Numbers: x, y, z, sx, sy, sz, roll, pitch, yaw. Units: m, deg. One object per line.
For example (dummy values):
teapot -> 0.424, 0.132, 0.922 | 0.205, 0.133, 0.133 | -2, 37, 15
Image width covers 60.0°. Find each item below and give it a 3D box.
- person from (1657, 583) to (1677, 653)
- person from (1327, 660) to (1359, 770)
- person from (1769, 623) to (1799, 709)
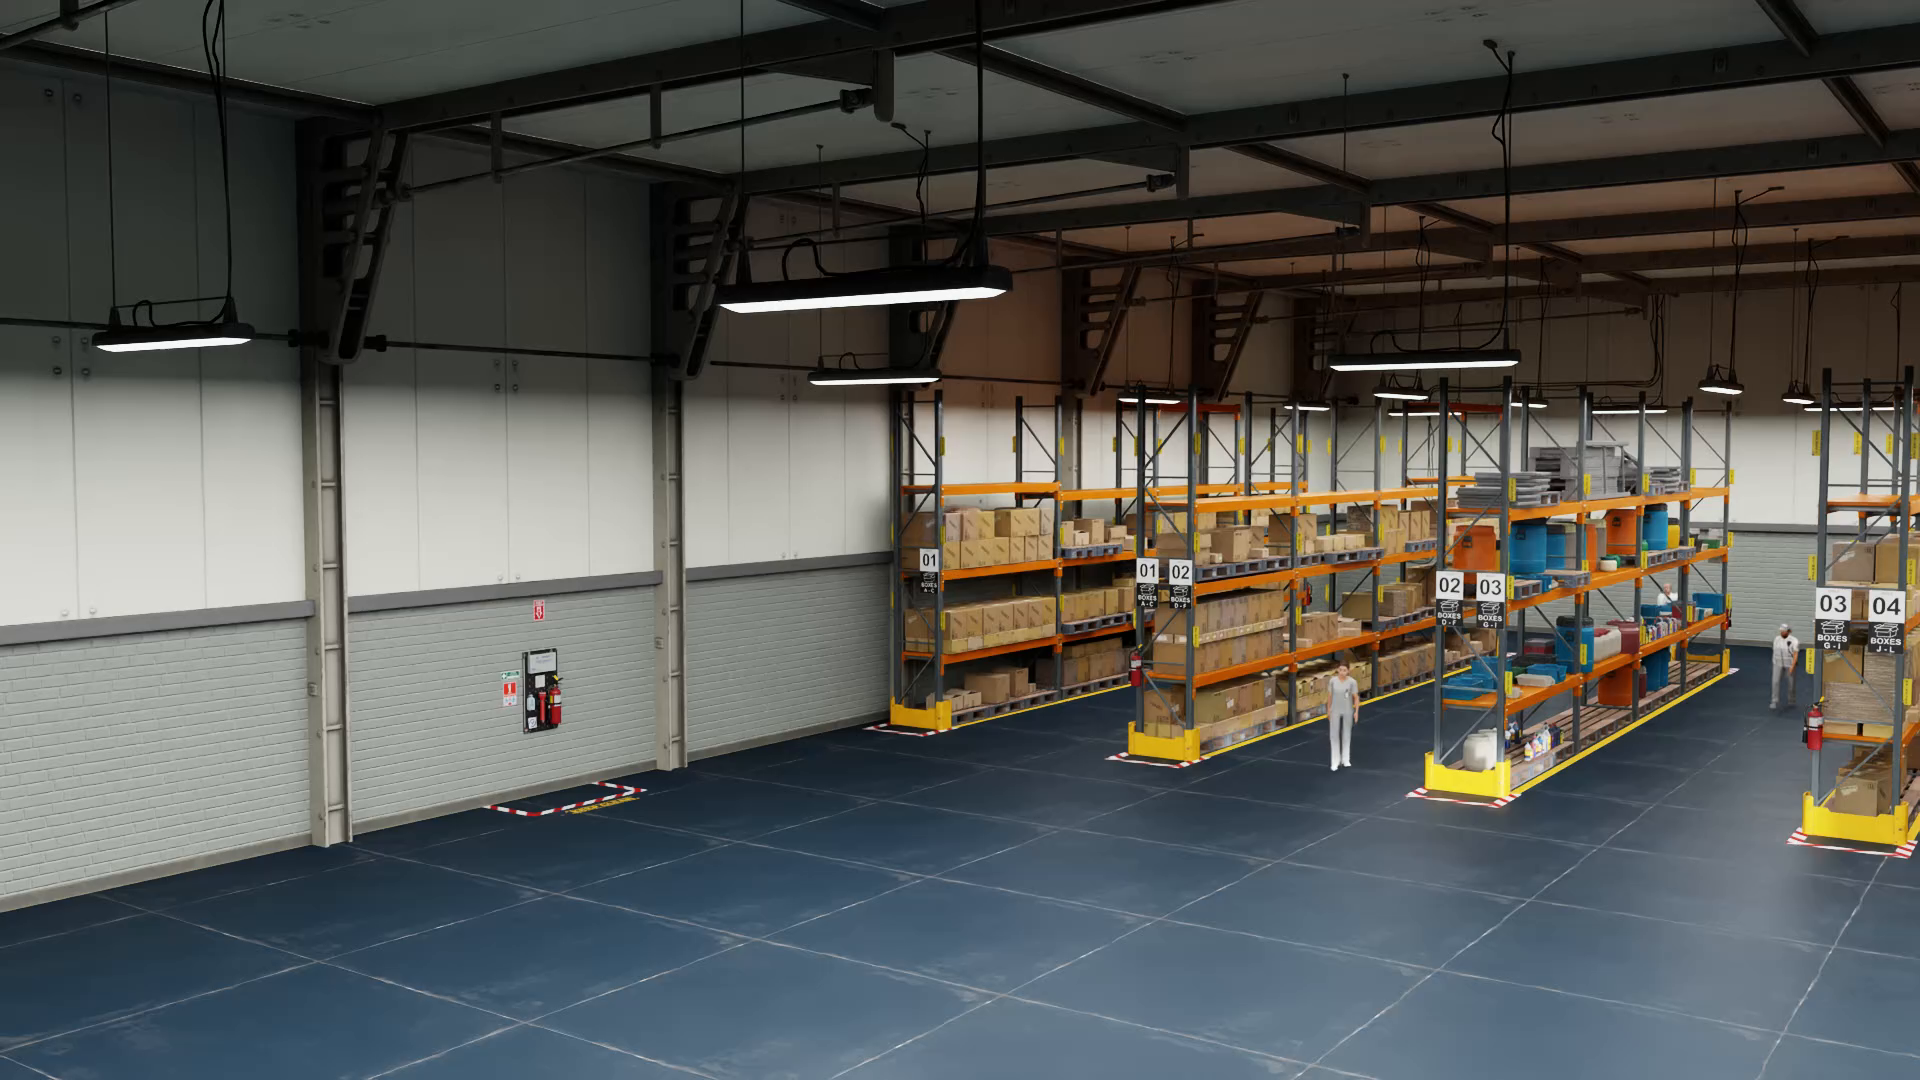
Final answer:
person -> 16.871, 1.881, 39.698 | 0.623, 1.712, 1.129 | 2, 4, 38
person -> 5.955, 2.727, 25.858 | 0.491, 1.735, 0.494 | 1, 3, 16
person -> 15.754, 2.388, 31.751 | 0.475, 1.600, 1.038 | 2, 4, 35
